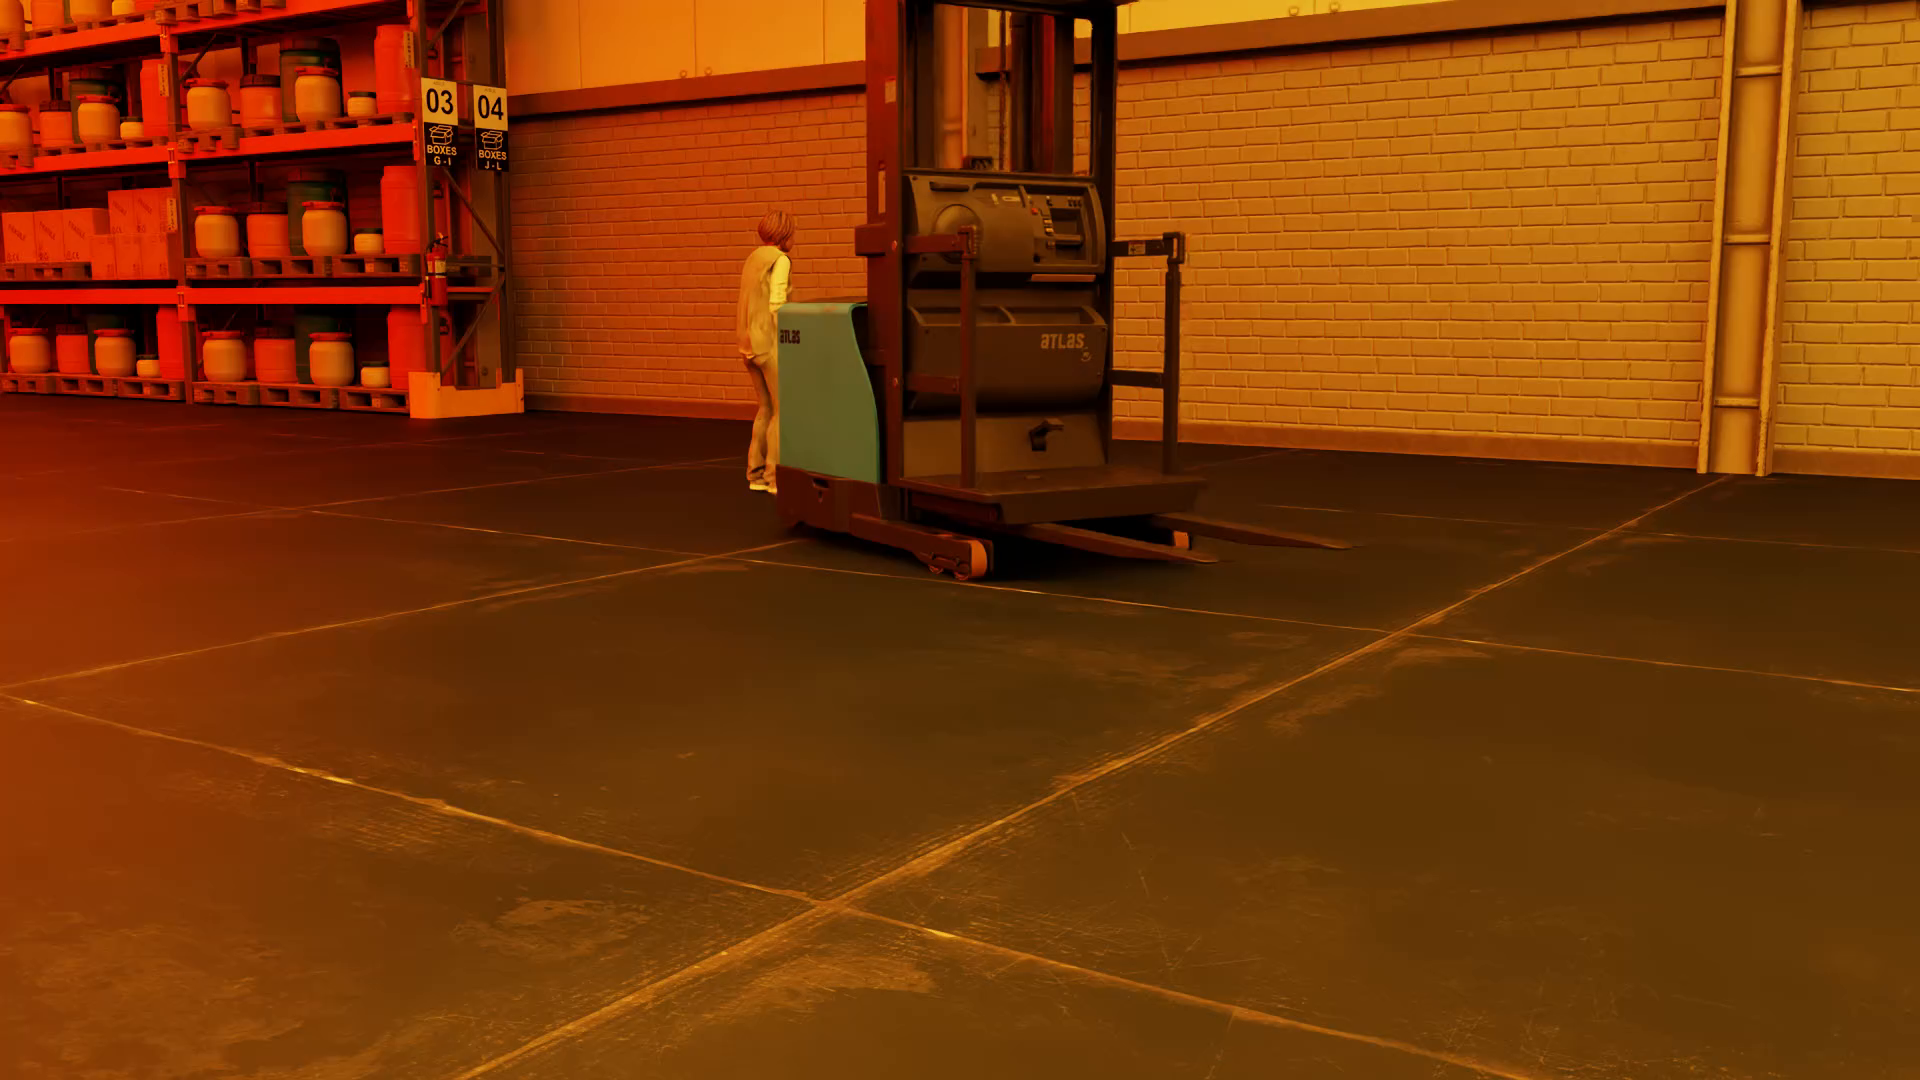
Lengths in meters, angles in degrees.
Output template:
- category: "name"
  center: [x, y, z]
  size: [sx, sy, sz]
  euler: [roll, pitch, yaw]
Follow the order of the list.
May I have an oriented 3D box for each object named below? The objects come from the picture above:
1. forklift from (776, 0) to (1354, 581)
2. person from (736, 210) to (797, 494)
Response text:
- category: "forklift"
  center: [0.318, -1.364, 6.784]
  size: [1.130, 2.935, 3.031]
  euler: [-5, 9, -31]
- category: "person"
  center: [-1.070, -1.060, 9.411]
  size: [0.349, 1.590, 0.469]
  euler: [-5, 10, -32]
